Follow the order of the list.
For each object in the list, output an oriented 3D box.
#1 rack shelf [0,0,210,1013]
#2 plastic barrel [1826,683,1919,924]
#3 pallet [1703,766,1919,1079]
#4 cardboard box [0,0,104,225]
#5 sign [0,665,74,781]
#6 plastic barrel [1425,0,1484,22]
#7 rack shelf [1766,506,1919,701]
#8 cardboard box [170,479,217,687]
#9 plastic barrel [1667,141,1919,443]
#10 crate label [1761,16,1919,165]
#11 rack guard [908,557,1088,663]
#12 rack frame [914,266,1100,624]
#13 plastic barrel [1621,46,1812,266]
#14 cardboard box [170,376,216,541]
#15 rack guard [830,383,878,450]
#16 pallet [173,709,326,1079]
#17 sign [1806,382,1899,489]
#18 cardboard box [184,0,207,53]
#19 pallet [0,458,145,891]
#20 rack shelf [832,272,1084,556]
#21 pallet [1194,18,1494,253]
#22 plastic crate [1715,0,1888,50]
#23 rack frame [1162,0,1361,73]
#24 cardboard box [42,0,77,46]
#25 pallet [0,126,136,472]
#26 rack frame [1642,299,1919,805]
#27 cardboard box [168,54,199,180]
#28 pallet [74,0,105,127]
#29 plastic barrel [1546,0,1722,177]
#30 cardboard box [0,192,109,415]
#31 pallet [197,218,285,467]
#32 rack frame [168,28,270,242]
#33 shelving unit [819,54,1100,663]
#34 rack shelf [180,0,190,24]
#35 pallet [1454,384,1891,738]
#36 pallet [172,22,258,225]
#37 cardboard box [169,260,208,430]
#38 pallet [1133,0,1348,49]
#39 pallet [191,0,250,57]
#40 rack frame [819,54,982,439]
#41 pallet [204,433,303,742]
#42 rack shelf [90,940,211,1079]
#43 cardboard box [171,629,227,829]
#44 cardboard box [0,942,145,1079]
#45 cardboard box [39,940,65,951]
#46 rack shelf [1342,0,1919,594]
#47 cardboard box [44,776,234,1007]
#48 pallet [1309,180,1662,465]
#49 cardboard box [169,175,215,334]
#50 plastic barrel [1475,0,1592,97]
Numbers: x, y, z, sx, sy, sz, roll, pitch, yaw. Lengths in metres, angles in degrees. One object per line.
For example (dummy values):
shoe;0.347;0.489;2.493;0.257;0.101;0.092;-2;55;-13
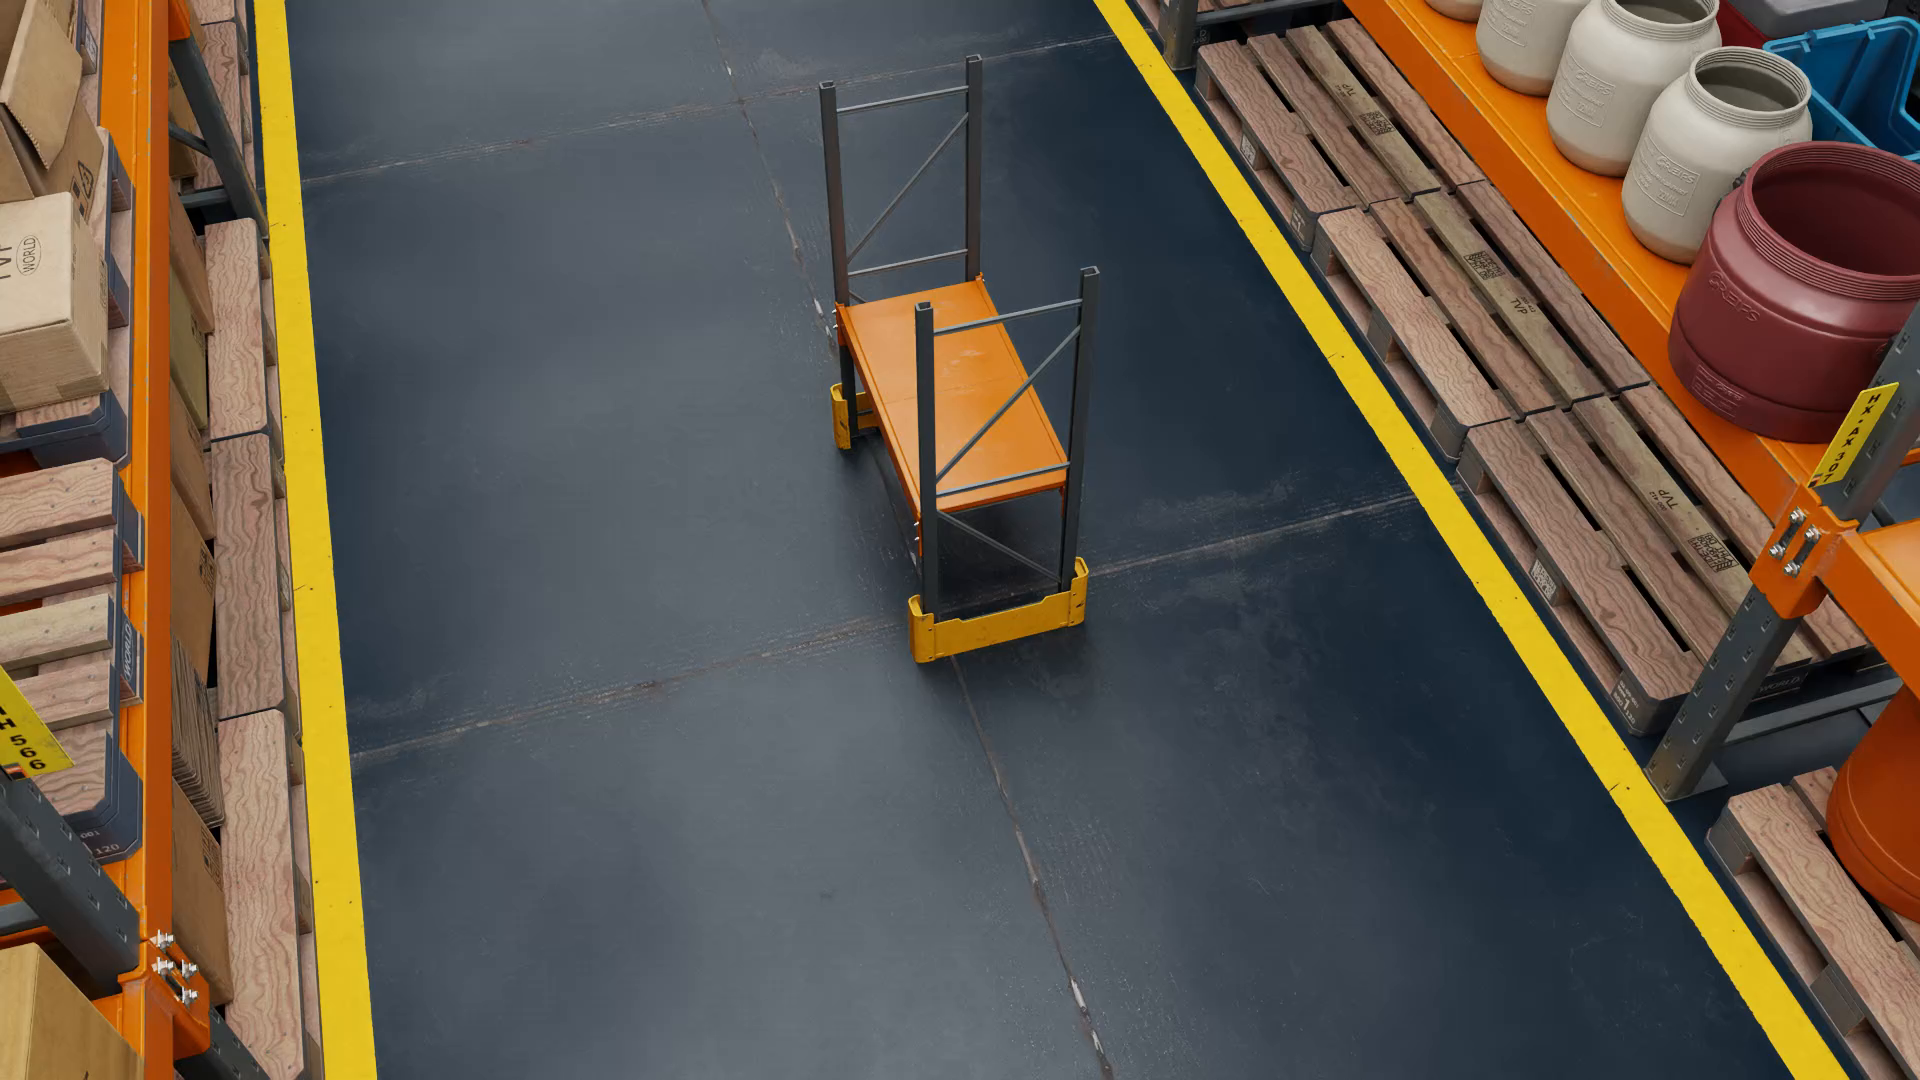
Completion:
rack shelf;-2.717;-0.427;4.618;1.077;0.370;4.000;-13;51;-11
plastic barrel;2.766;0.600;4.427;0.600;0.830;0.708;-13;51;-11
pallet;2.878;1.147;4.645;1.003;0.211;1.213;-13;51;-11
cardboard box;-2.708;-1.043;4.325;0.797;0.503;0.637;-9;50;-7
sign;-1.597;0.301;2.777;0.100;0.325;0.005;-13;51;-11
plastic barrel;1.713;-1.999;5.384;0.433;0.535;0.433;0;50;0
rack shelf;3.197;1.375;3.100;1.077;0.370;4.000;-13;51;-11
cardboard box;-2.694;0.167;4.995;0.700;0.500;0.500;-9;51;-8
plastic barrel;2.179;-0.632;4.232;0.600;0.536;0.708;-13;51;-11
crate label;2.570;-1.116;4.706;0.502;0.435;0.616;-13;51;-11
rack guard;0.125;0.227;5.395;0.587;0.250;0.087;-13;51;-11
rack frame;0.125;-0.174;4.916;0.500;1.500;0.032;-13;51;-11
plastic barrel;2.097;-1.057;4.606;0.421;0.512;0.421;0;50;0
cardboard box;-2.859;-0.241;5.338;0.700;0.500;0.500;-17;52;-14
rack guard;-0.170;-0.500;6.008;0.587;0.250;0.087;-13;51;-11
pallet;-2.356;1.130;4.659;1.003;0.211;1.213;-13;51;-11
sign;2.082;-0.241;3.884;0.100;0.325;0.005;-13;51;-11
cardboard box;-3.566;-2.167;6.975;0.500;0.500;0.500;1;50;1
pallet;-2.438;0.368;3.604;1.213;0.211;1.003;-13;51;-11
rack shelf;-0.025;-0.430;5.367;0.538;0.185;1.000;-13;51;-11
pallet;1.692;-1.776;7.109;1.003;0.211;1.213;-13;51;-11
plastic crate;2.420;-1.588;5.085;0.402;0.464;0.583;-13;51;-11
rack frame;1.423;-3.239;6.519;1.000;3.000;0.127;-13;51;-11
cardboard box;-3.208;-1.836;4.669;1.000;1.000;1.000;-13;51;-11
pallet;-2.750;-0.573;4.396;1.003;0.211;1.213;-13;51;-11
rack frame;2.605;-0.318;4.056;1.000;3.000;0.127;-13;51;-11
cardboard box;-3.389;-1.750;6.624;0.500;0.500;0.500;-15;51;-12
pallet;-3.222;-1.466;5.150;1.003;0.211;1.213;-13;51;-11
plastic barrel;1.973;-1.364;4.865;0.421;0.512;0.421;0;50;0
cardboard box;-2.402;-0.561;4.084;0.500;0.250;0.500;-15;51;-12
pallet;-3.077;-0.652;6.162;1.003;0.211;1.213;-13;51;-11
rack frame;-3.309;-2.119;5.575;1.000;3.000;0.127;-13;51;-11
shelving unit;-0.023;-0.539;5.224;0.587;1.500;1.083;-13;51;-11
rack shelf;-3.900;-3.348;7.081;1.077;0.370;4.000;-13;51;-11
pallet;2.413;0.007;5.606;1.003;0.211;1.213;-13;51;-11
pallet;-3.541;-1.703;7.048;1.003;0.211;1.213;-13;51;-11
cardboard box;-3.025;-0.649;5.683;0.700;0.500;0.500;-14;51;-11
pallet;1.264;-2.840;8.006;1.003;0.211;1.213;-13;51;-11
pallet;-3.906;-2.596;7.800;1.003;0.211;1.213;-13;51;-11
rack frame;-0.176;-0.917;5.542;0.500;1.500;0.032;-13;51;-11
pallet;-2.713;0.240;5.409;1.003;0.211;1.213;-13;51;-11
rack shelf;-1.535;2.495;2.155;1.077;0.370;4.000;-13;51;-11
cardboard box;-2.519;0.579;4.647;0.700;0.500;0.500;-17;52;-14
cardboard box;-1.743;1.074;2.817;0.500;0.500;0.500;-12;51;-10
cardboard box;-2.353;0.742;4.019;0.500;0.250;0.500;-11;51;-9
rack shelf;2.014;-1.547;5.562;1.077;0.370;4.000;-13;51;-11
cardboard box;-2.343;0.981;4.308;0.700;0.500;0.500;-16;52;-13
pallet;2.056;-0.883;6.356;1.003;0.211;1.213;-13;51;-11
cardboard box;-3.148;-1.002;5.980;0.700;0.500;0.500;-17;52;-14
plastic barrel;1.841;-1.683;5.118;0.433;0.535;0.433;0;50;0
